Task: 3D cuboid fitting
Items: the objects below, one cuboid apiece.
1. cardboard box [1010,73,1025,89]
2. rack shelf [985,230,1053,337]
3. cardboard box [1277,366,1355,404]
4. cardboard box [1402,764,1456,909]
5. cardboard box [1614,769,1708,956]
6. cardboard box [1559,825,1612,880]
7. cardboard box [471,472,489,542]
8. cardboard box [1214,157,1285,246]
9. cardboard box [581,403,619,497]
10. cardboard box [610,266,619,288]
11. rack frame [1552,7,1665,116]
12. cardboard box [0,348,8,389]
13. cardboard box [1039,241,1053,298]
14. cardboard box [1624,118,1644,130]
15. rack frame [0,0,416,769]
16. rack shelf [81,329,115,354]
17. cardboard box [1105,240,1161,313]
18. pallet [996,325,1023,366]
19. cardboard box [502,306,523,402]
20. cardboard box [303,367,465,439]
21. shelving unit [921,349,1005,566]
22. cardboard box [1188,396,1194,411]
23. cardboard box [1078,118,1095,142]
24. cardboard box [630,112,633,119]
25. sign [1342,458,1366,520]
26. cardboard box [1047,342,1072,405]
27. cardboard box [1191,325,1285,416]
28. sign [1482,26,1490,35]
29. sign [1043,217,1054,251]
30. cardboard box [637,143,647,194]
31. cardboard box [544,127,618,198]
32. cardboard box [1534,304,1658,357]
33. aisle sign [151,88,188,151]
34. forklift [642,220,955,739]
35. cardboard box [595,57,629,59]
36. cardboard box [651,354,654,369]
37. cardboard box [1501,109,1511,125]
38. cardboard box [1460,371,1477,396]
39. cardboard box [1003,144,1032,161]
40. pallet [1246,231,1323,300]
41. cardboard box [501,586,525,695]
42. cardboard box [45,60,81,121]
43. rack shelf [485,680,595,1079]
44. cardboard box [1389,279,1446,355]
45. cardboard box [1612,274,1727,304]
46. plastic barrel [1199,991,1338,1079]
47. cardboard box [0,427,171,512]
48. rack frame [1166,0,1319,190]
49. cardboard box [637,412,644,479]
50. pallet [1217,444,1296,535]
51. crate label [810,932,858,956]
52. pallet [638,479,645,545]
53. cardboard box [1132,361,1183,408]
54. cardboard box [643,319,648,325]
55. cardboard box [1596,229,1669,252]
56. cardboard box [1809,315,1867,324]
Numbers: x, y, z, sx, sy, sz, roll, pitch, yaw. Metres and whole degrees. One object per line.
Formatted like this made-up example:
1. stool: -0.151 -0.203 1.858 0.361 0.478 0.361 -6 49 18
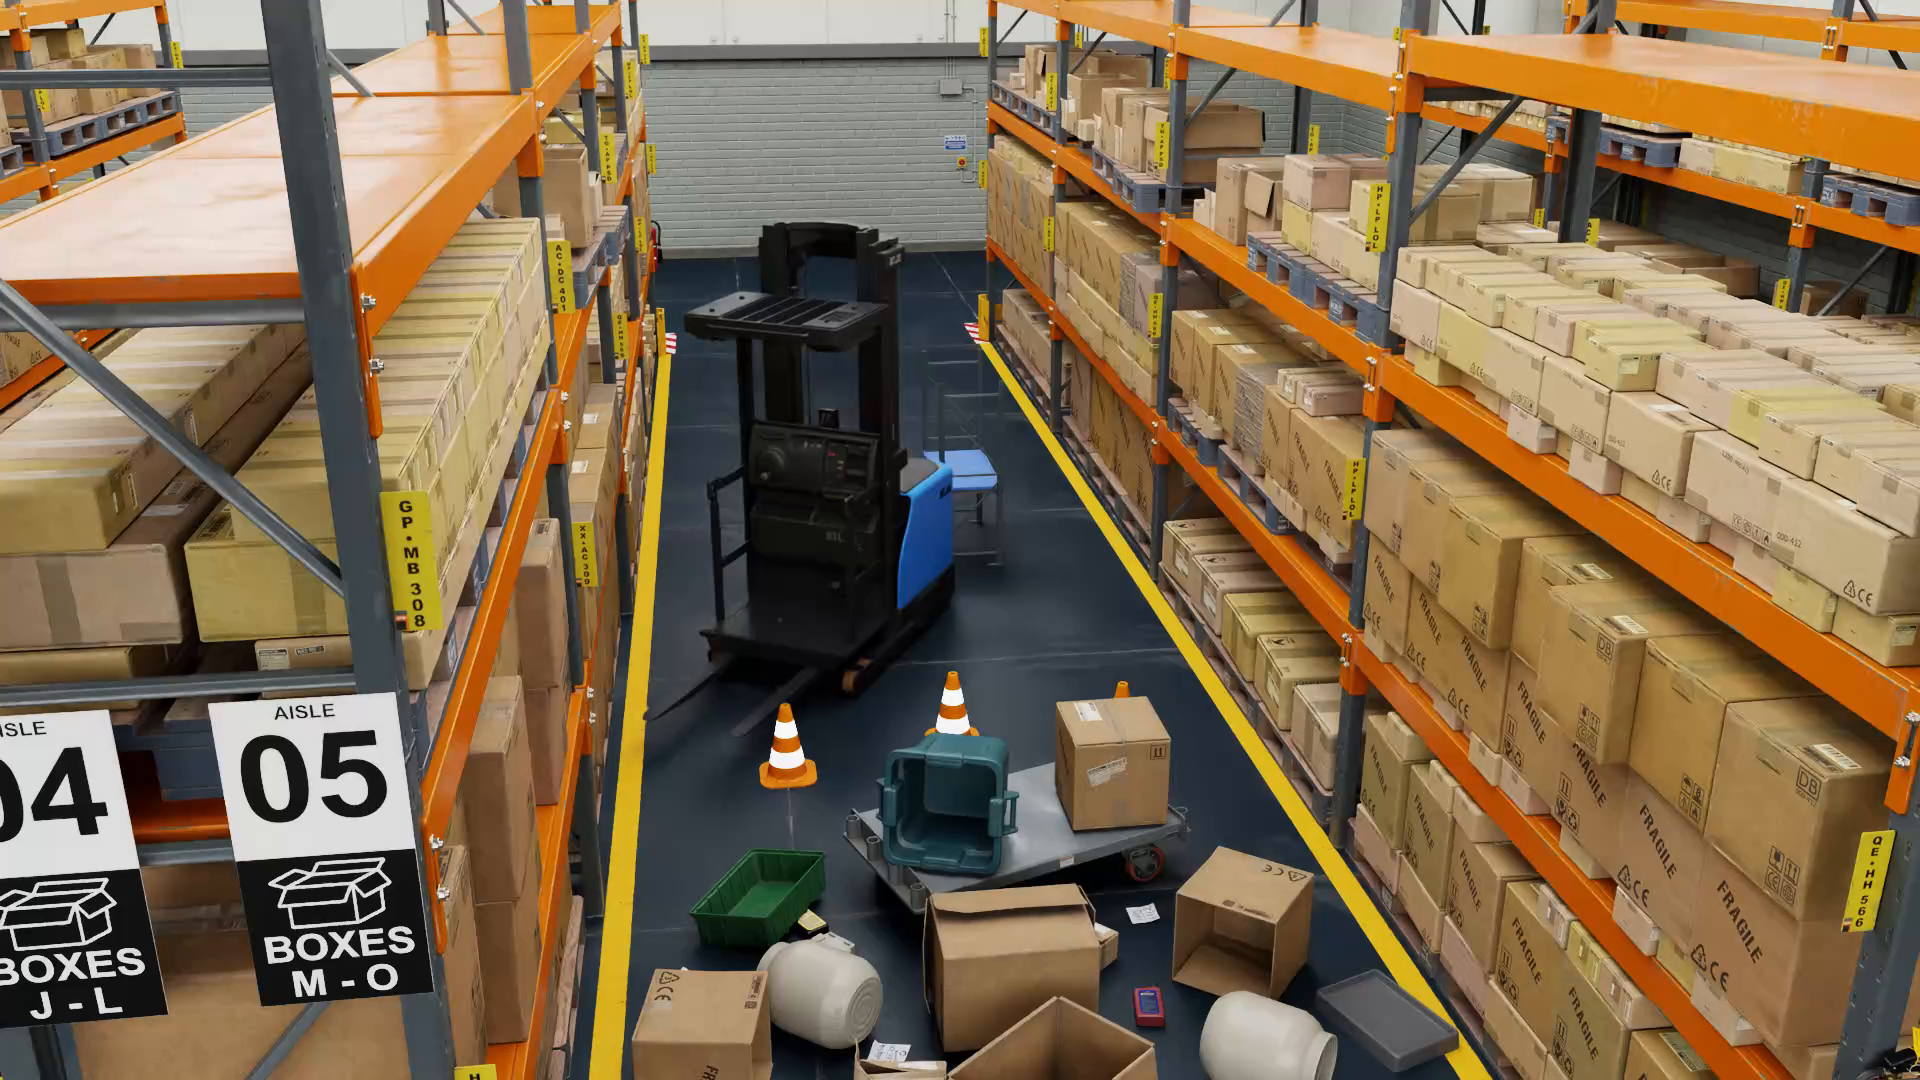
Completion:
1. cardboard box: 0.753 -5.042 18.257 0.380 0.149 0.250 -2 21 -6
2. rack shelf: 1.112 -2.870 18.140 1.077 0.370 4.000 -3 21 -8
3. cardboard box: 2.089 -0.911 9.773 0.380 0.149 0.250 -4 21 -10
4. cardboard box: 2.461 1.398 7.943 0.500 0.500 0.500 -2 21 -6
5. cardboard box: 2.712 1.107 5.898 0.500 0.500 0.500 -3 21 -8
6. cardboard box: 2.611 1.200 6.574 0.380 0.149 0.250 -3 21 -8
7. cardboard box: -1.631 -0.090 5.000 0.380 0.149 0.250 -3 21 -8
8. cardboard box: 2.104 -2.253 11.030 0.700 0.500 0.500 -3 21 -8
9. cardboard box: -2.505 -0.576 10.829 0.500 0.500 0.500 -3 21 -8
10. cardboard box: -3.157 -2.276 14.430 0.380 0.149 0.250 -4 21 -9
11. rack frame: 6.312 -5.576 15.785 1.000 3.000 0.127 -3 21 -8
12. cardboard box: -7.854 -1.387 13.000 0.500 0.500 0.500 -3 21 -8
13. cardboard box: 1.081 -2.709 16.538 0.500 0.500 0.500 -3 21 -7
14. cardboard box: 6.139 -3.731 14.749 0.380 0.149 0.250 -2 21 -6
15. rack frame: -1.753 -0.885 3.225 1.000 3.000 0.127 -3 21 -8
16. rack shelf: -8.694 -2.370 16.802 1.077 0.370 4.000 -3 21 -8
17. cardboard box: 1.497 -2.160 13.640 0.500 0.500 0.500 -3 21 -8
18. pallet: 1.017 -2.320 19.626 1.003 0.211 1.213 -3 21 -8
19. cardboard box: -1.862 -0.672 5.986 0.500 0.250 0.500 -3 21 -8
20. cardboard box: -1.595 -0.374 4.619 0.380 0.149 0.250 -3 21 -7
21. shelving unit: 0.012 -0.673 13.375 0.538 1.500 1.048 -3 21 -8
22. cardboard box: 1.848 -0.987 11.830 0.380 0.149 0.250 -4 21 -11
23. cardboard box: 1.237 -3.551 14.383 0.380 0.166 0.250 -4 21 -11
24. cardboard box: -3.370 -3.911 15.828 0.500 0.250 0.500 -3 21 -9
25. sign: 2.005 -0.257 8.464 0.100 0.325 0.005 -3 21 -8
26. cardboard box: 1.416 -1.733 17.132 0.875 0.438 0.875 -3 21 -9
27. cardboard box: 1.895 -1.165 11.379 0.500 0.500 0.500 -2 21 -5
28. sign: 6.287 -5.992 19.919 0.100 0.325 0.005 -3 21 -8
29. sign: 0.852 -2.928 15.919 0.100 0.325 0.005 -3 21 -8
30. cardboard box: -3.748 -4.123 18.471 0.500 0.500 0.500 -3 21 -9
31. cardboard box: -2.882 -2.853 12.639 0.500 0.500 0.500 -3 21 -8
32. cardboard box: 2.518 -0.832 6.588 0.380 0.149 0.250 -3 21 -9
33. aisle sign: -8.696 -4.657 18.183 0.394 0.787 0.004 -3 21 -8
34. forklift: -1.063 -0.518 10.915 1.130 2.935 3.031 8 22 21
35. cardboard box: -3.623 -4.914 17.229 0.380 0.149 0.250 -3 21 -9
36. cardboard box: -3.540 -1.954 18.136 0.380 0.149 0.250 -4 21 -10
37. cardboard box: 5.875 -4.426 17.353 0.380 0.149 0.250 -3 21 -8
38. cardboard box: 2.484 -0.738 7.476 0.380 0.149 0.250 -3 21 -8
39. cardboard box: 0.689 -4.308 18.465 0.380 0.149 0.250 -4 21 -10
40. pallet: 2.418 -1.640 9.800 1.213 0.211 1.003 -3 21 -8
41. cardboard box: -2.175 0.472 6.407 0.875 0.550 0.550 -3 21 -8
42. cardboard box: -8.651 -4.164 15.405 0.700 0.500 0.500 -2 21 -5
43. rack shelf: -2.042 1.570 6.254 1.077 0.370 4.000 -3 21 -8
44. cardboard box: 2.346 -1.052 7.749 0.500 0.250 0.500 -3 21 -9
45. cardboard box: 3.045 -1.043 7.153 0.380 0.149 0.250 -2 21 -6
46. plastic barrel: 1.335 2.209 7.197 0.512 0.421 0.421 12 24 30
47. cardboard box: -2.172 -0.165 4.061 0.380 0.149 0.250 -3 21 -7
48. rack frame: 1.977 -3.940 11.403 1.000 3.000 0.127 -3 21 -8
49. cardboard box: -3.054 -0.834 14.634 0.500 0.500 0.500 -3 21 -9
50. pallet: 2.303 -0.356 10.656 1.003 0.211 1.213 -3 21 -8
51. crate label: -0.648 2.032 8.080 0.250 0.136 0.298 17 27 39
52. pallet: -3.190 -0.230 14.031 1.003 0.211 1.213 -3 21 -8
53. cardboard box: 1.647 -1.221 12.912 0.500 0.250 0.500 -4 21 -10
54. cardboard box: -3.616 -2.318 18.259 0.380 0.149 0.250 -4 21 -10
55. cardboard box: 6.235 -2.651 15.784 0.700 0.500 0.500 -3 21 -7
56. cardboard box: 6.643 -1.606 12.660 0.380 0.149 0.250 -2 21 -6
